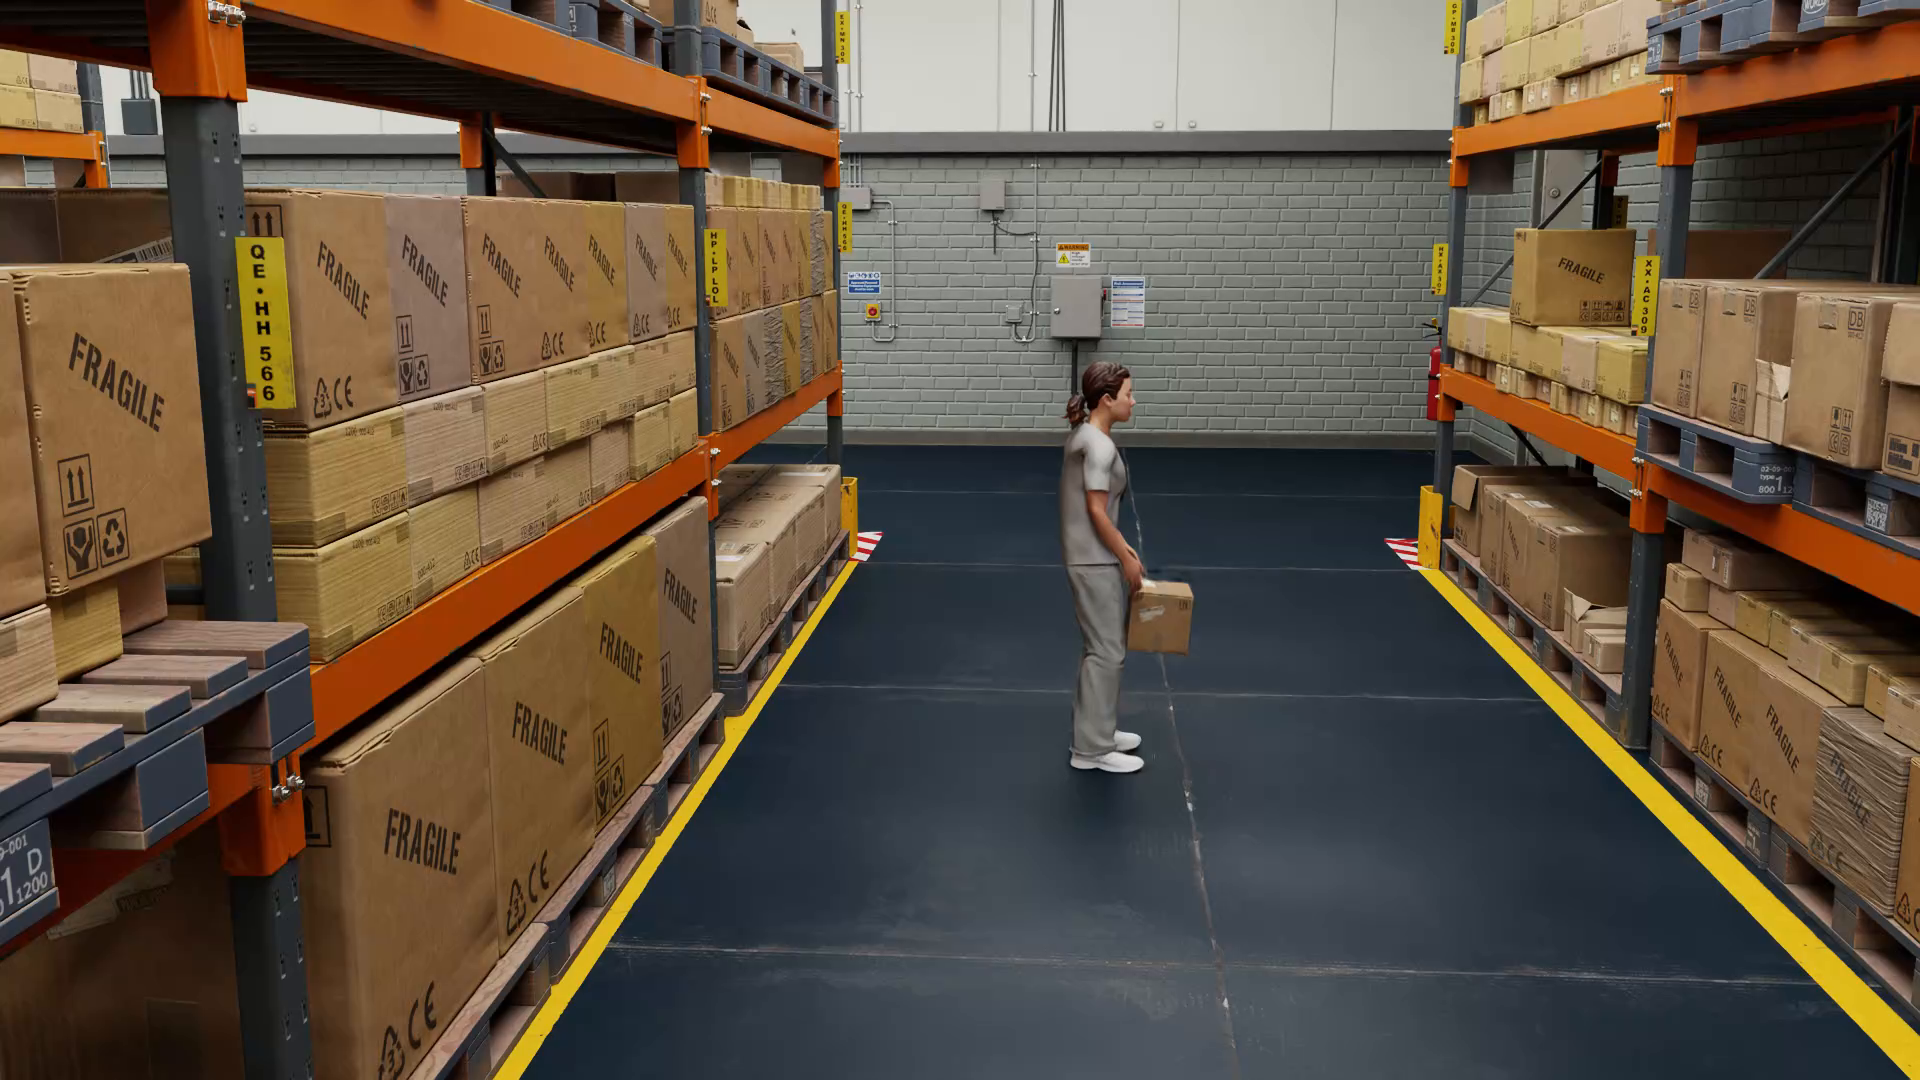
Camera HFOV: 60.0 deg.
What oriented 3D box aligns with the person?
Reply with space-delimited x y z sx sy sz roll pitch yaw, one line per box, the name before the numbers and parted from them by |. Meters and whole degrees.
person | 0.593 0.098 6.911 0.365 1.676 0.471 0 11 2
